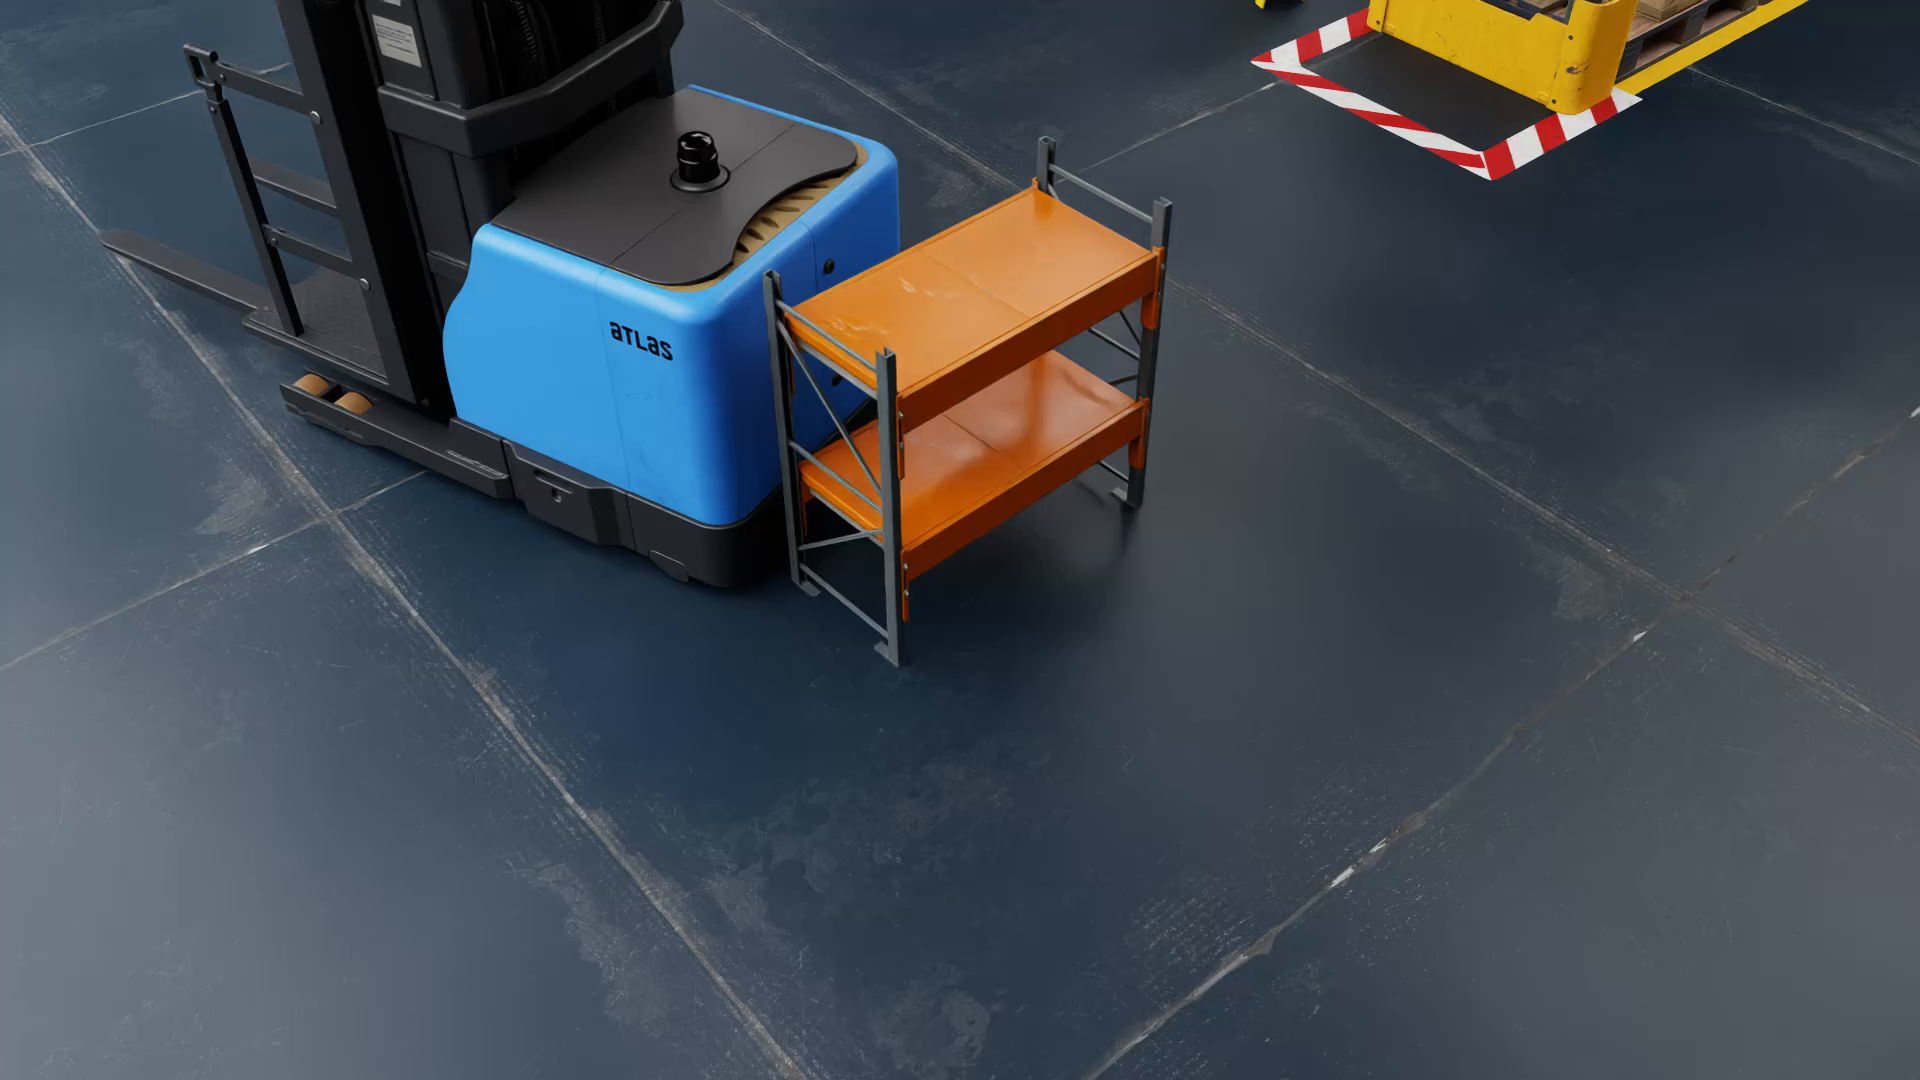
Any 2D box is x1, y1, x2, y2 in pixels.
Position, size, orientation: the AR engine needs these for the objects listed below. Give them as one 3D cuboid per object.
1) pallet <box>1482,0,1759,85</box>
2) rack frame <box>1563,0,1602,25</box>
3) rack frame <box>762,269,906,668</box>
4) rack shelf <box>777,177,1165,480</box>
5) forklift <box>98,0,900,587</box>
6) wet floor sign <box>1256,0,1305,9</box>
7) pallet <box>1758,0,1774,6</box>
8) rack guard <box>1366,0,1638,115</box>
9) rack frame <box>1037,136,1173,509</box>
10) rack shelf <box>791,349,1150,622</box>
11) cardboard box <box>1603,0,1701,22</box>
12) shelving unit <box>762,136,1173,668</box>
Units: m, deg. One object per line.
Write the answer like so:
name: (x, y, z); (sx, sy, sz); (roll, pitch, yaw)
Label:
pallet: (3.043, -2.622, 7.888); (1.213, 0.211, 1.003); (-30, 51, -28)
rack frame: (2.339, -3.267, 6.537); (0.127, 3.000, 1.000); (-30, 51, -28)
rack frame: (-0.338, -0.169, 4.608); (0.032, 1.125, 0.500); (-32, 52, -30)
rack shelf: (0.035, -0.618, 4.659); (1.000, 0.278, 0.538); (-32, 52, -30)
forklift: (-1.699, -1.685, 4.903); (3.031, 2.935, 1.130); (22, 48, 22)
wet floor sign: (1.507, -2.887, 7.853); (0.232, 0.644, 0.267); (-14, 45, -14)
pallet: (3.978, -3.155, 8.455); (1.213, 0.211, 1.003); (-30, 51, -28)
rack guard: (2.397, -2.389, 7.429); (0.348, 0.500, 1.175); (-30, 51, -28)
rack frame: (0.408, -0.641, 5.111); (0.032, 1.125, 0.500); (-32, 52, -30)
rack shelf: (0.035, -0.227, 5.027); (1.000, 0.278, 0.538); (-32, 52, -30)
cardboard box: (3.135, -2.627, 7.558); (0.500, 0.250, 0.500); (-30, 51, -28)
shelving unit: (0.035, -0.405, 4.860); (1.048, 1.125, 0.538); (-32, 52, -30)
